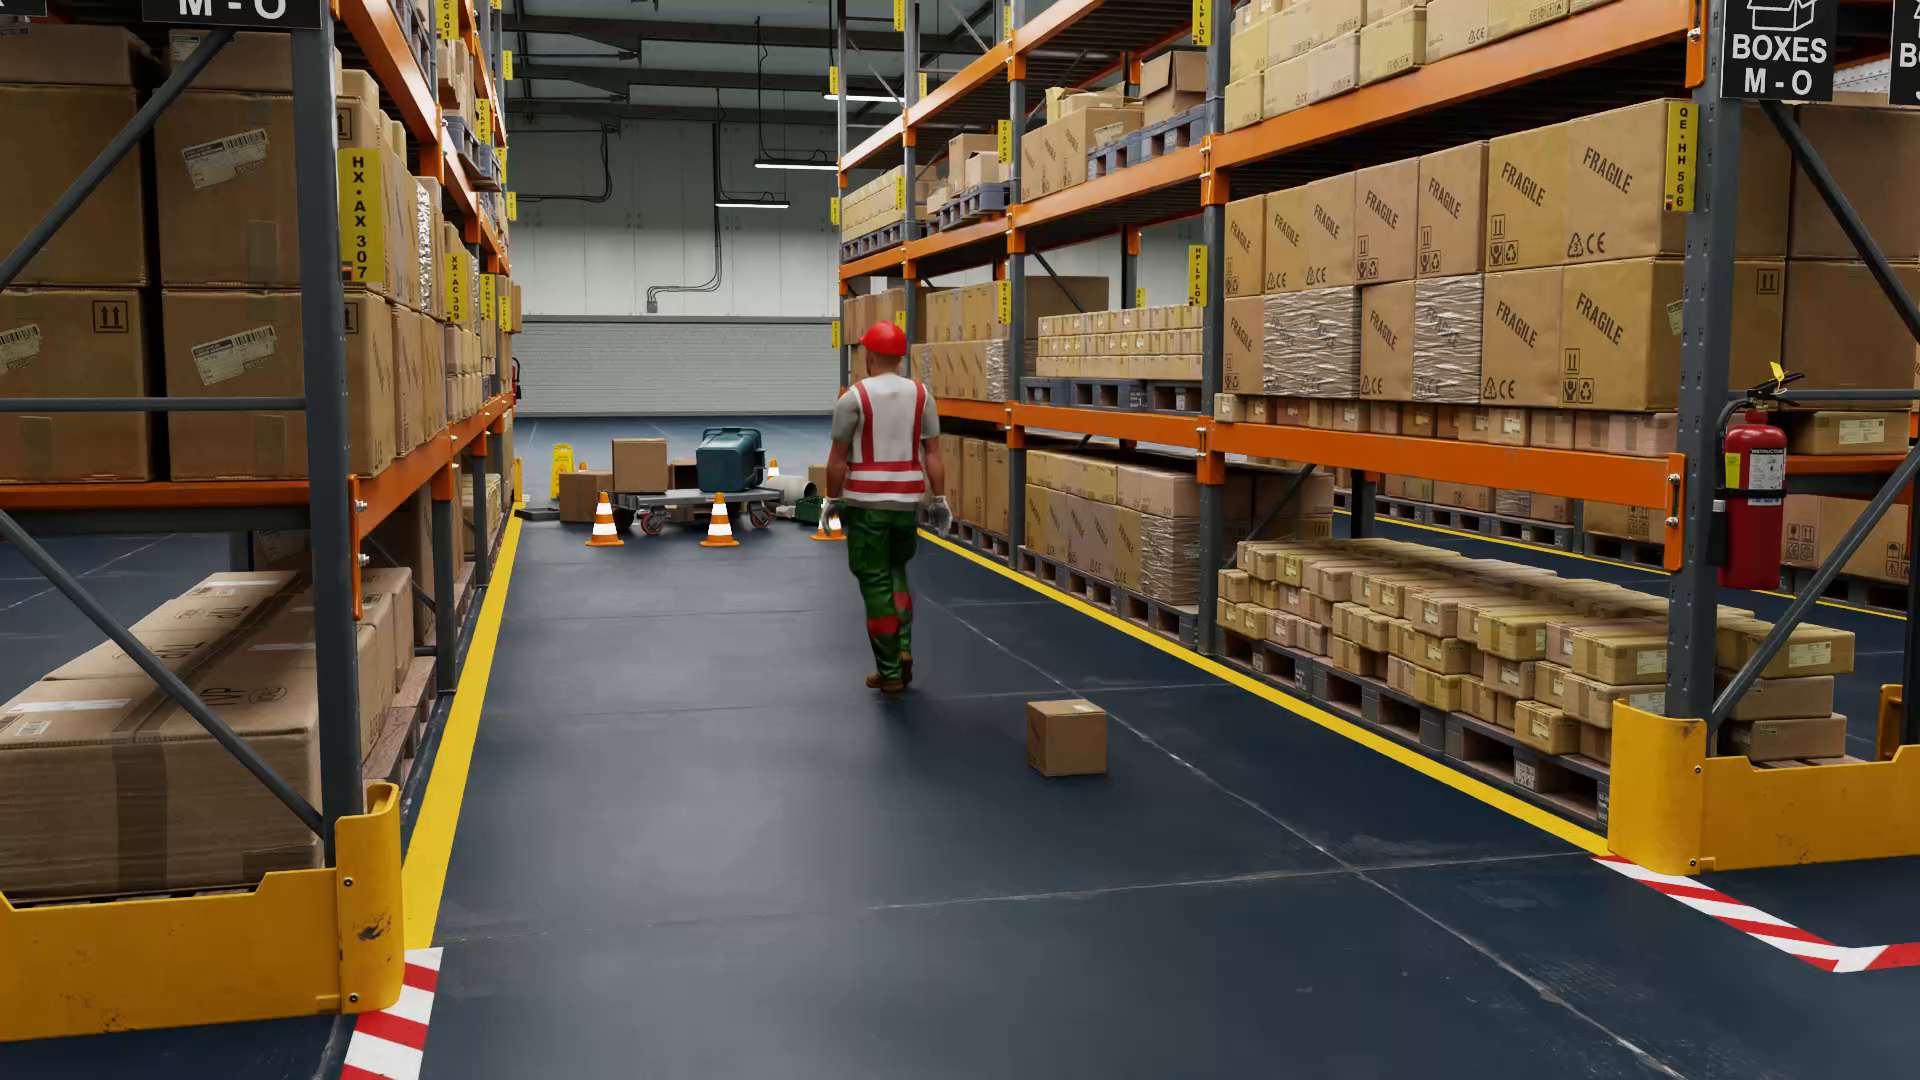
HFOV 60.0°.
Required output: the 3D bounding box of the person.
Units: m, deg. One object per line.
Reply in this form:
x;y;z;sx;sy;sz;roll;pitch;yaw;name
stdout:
-0.373;-0.146;8.115;0.592;1.834;0.511;-3;7;-29;person
